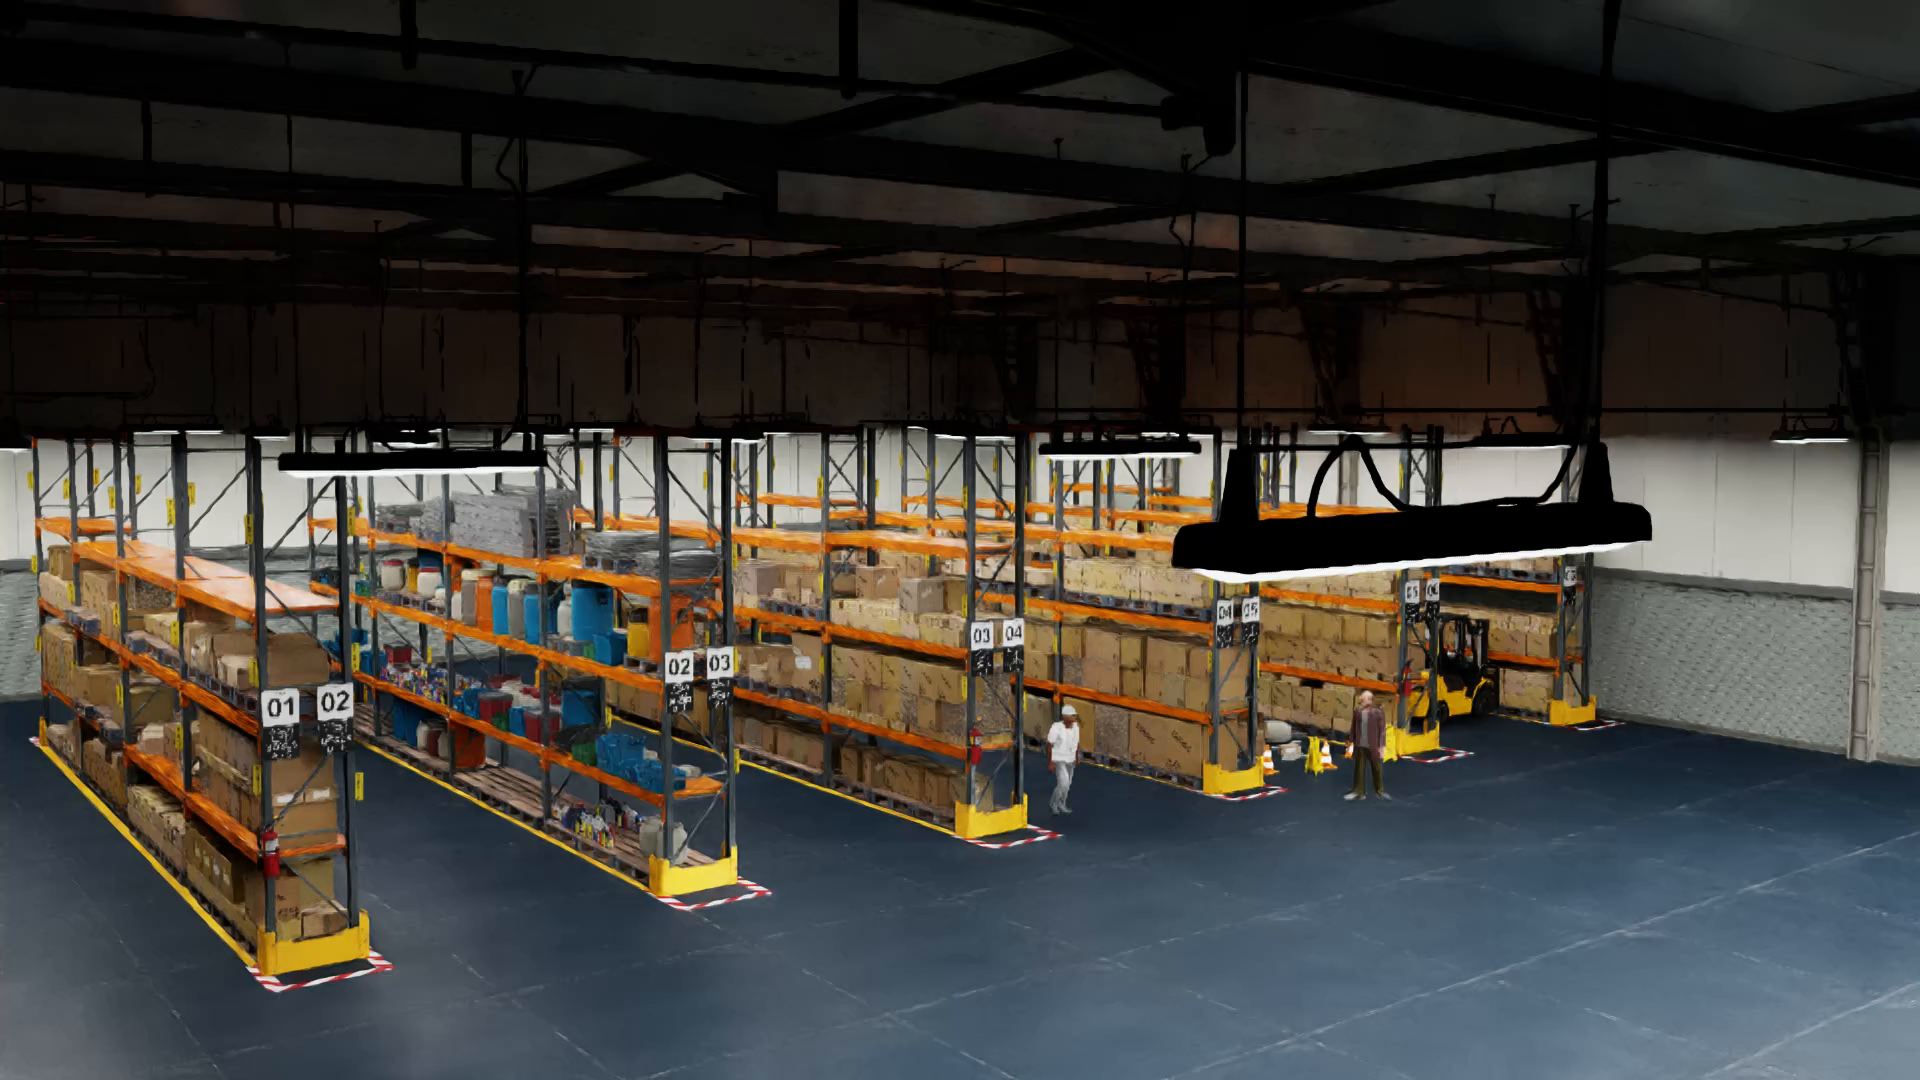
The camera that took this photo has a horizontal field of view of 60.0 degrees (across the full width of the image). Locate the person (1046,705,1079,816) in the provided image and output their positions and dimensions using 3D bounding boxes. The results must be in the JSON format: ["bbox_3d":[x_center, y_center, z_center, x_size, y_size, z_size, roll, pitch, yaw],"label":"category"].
[{"bbox_3d":[1.606,3.424,25.943,0.670,1.743,0.538,-3,6,-37],"label":"person"}]

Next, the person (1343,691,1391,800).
[{"bbox_3d":[6.604,3.377,26.986,0.636,1.670,0.586,3,6,36],"label":"person"}]
